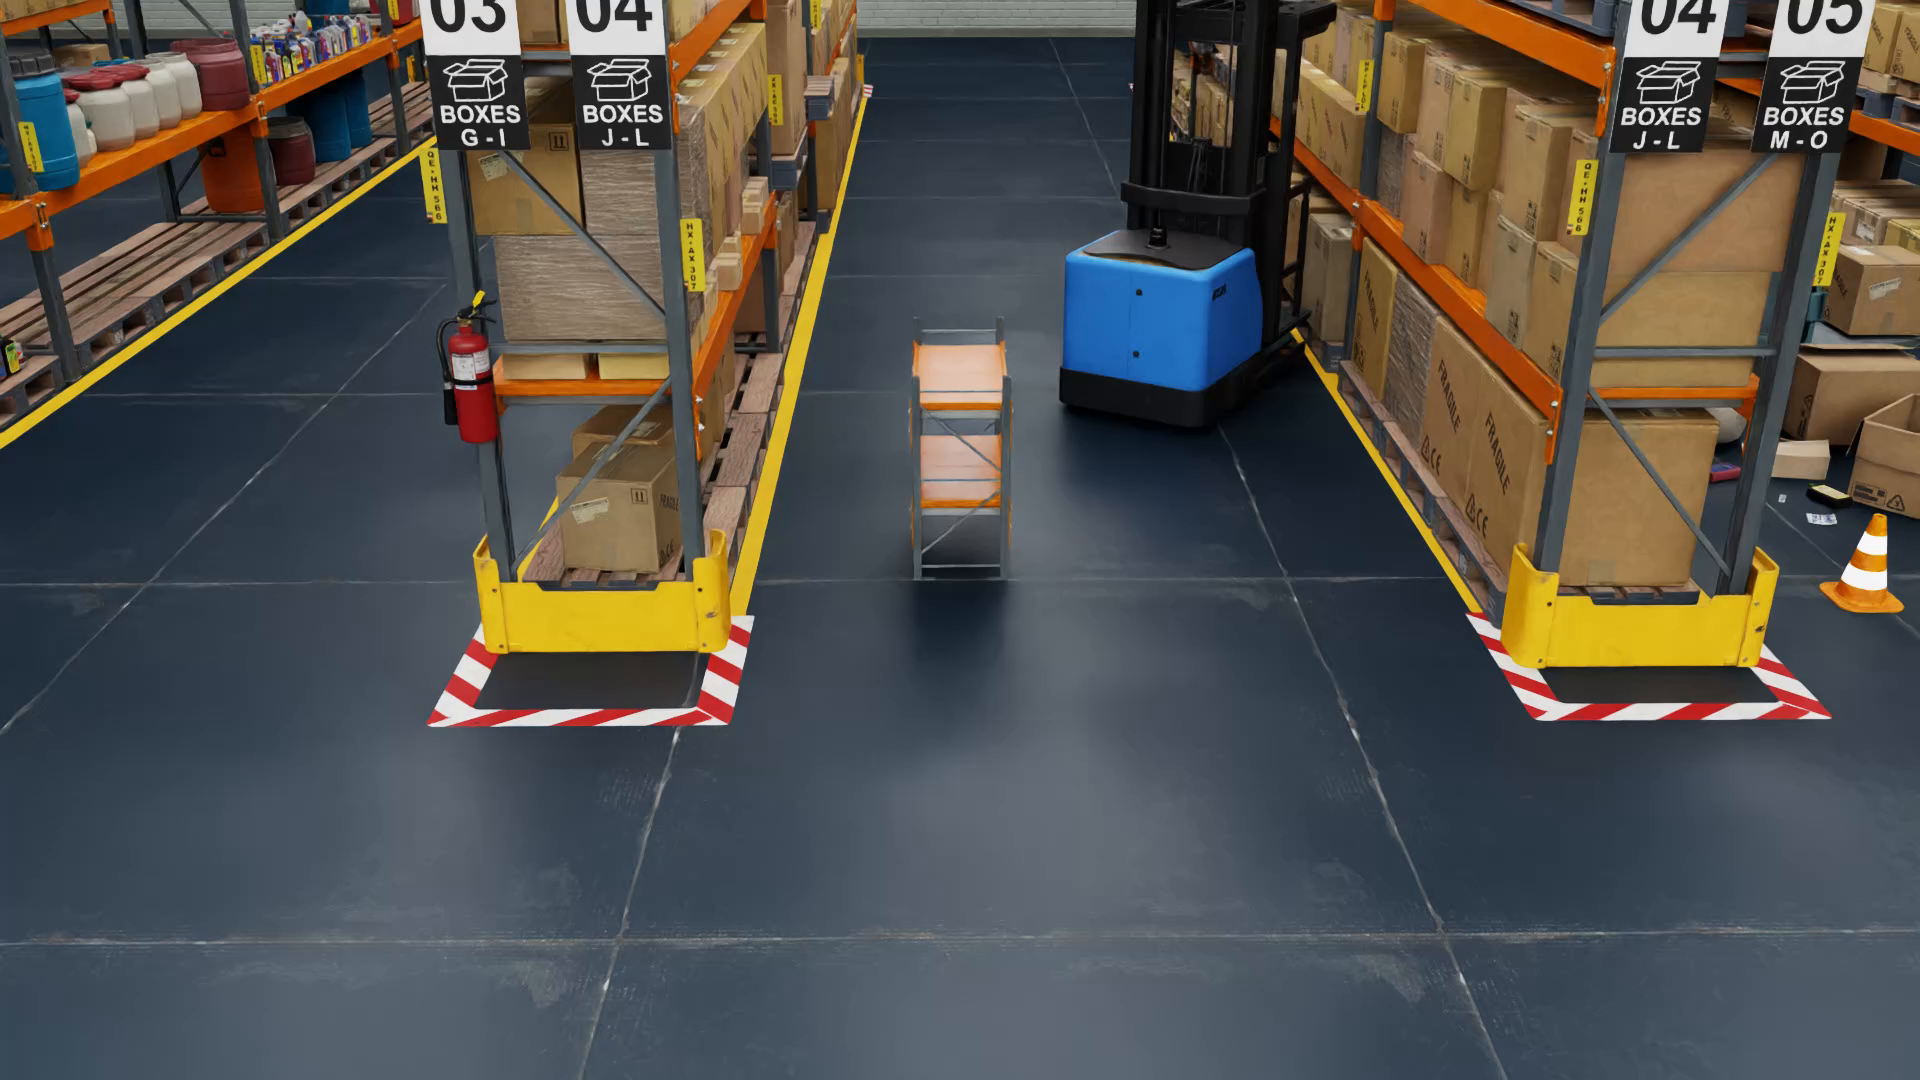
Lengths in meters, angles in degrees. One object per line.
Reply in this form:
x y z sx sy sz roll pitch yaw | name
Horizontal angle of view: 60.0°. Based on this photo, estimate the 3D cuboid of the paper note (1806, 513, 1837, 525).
4.918 -0.124 9.489 0.144 0.017 0.142 8 26 18 | paper note

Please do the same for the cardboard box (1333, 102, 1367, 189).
2.920 -2.749 11.566 0.500 0.500 0.500 0 24 -1 | cardboard box

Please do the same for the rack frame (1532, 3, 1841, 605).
3.236 -0.841 7.469 1.000 3.000 0.127 0 24 -1 | rack frame

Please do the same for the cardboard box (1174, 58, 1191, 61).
2.811 -6.061 21.238 0.380 0.149 0.250 -1 24 -3 | cardboard box

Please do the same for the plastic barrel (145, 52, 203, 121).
-6.539 -3.762 13.793 0.421 0.512 0.421 0 24 0 | plastic barrel

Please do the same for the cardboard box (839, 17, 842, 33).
-1.526 -5.814 18.770 0.380 0.149 0.250 0 24 0 | cardboard box

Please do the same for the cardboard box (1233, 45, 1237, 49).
2.688 -4.551 15.107 0.380 0.149 0.250 0 24 1 | cardboard box

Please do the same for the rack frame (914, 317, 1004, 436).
-0.006 -0.725 9.488 0.500 1.125 0.032 0 24 -1 | rack frame

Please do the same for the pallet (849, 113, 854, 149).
-1.785 -4.848 19.713 1.003 0.211 1.213 0 24 -1 | pallet

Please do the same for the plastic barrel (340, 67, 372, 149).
-6.819 -4.794 18.246 0.600 0.901 0.708 0 24 -1 | plastic barrel

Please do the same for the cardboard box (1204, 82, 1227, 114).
2.858 -4.655 17.515 0.500 0.250 0.500 0 24 1 | cardboard box

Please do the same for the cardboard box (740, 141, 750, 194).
-1.825 -2.504 10.664 0.875 0.500 0.500 0 24 -1 | cardboard box

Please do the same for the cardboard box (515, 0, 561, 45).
-1.984 -2.356 7.362 0.500 0.250 0.500 0 24 1 | cardboard box

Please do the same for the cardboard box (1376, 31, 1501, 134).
3.162 -2.897 10.524 0.875 0.550 0.550 0 24 -1 | cardboard box

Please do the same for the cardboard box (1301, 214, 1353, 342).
3.096 -1.911 12.055 1.050 0.750 0.750 0 24 -1 | cardboard box

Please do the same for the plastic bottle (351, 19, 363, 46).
-6.476 -5.415 17.733 0.152 0.276 0.135 0 24 -1 | plastic bottle

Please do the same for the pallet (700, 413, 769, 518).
-1.709 -0.457 10.005 1.003 0.211 1.213 0 24 -1 | pallet

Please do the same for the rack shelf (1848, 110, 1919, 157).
8.120 -3.049 13.225 1.077 0.370 4.000 0 24 -1 | rack shelf

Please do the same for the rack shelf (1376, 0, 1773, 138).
3.215 -2.704 8.822 1.077 0.370 4.000 0 24 -1 | rack shelf

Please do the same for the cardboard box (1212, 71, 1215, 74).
3.281 -5.634 20.296 0.380 0.149 0.250 -1 24 -3 | cardboard box

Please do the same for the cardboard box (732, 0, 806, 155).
-1.637 -3.301 11.671 1.000 1.000 1.000 0 24 0 | cardboard box

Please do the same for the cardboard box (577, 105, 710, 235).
-1.458 -1.725 7.728 0.500 0.500 0.500 0 24 -1 | cardboard box

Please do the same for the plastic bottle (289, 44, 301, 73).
-6.429 -4.644 16.035 0.097 0.271 0.097 0 24 0 | plastic bottle

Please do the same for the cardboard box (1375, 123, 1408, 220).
3.209 -2.405 10.747 0.875 0.550 0.550 0 24 -1 | cardboard box

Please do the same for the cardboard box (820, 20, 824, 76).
-1.553 -4.616 15.695 0.500 0.500 0.500 -1 24 -2 | cardboard box

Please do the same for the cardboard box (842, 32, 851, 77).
-1.792 -5.671 20.218 0.875 0.875 0.875 0 24 -1 | cardboard box

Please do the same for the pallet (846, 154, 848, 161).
-1.771 -4.217 18.317 1.003 0.211 1.213 0 24 -1 | pallet

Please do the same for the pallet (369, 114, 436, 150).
-6.855 -4.815 19.640 1.003 0.211 1.213 0 24 -1 | pallet

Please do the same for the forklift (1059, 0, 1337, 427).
1.849 -2.623 11.493 1.130 2.935 3.031 14 28 28 | forklift

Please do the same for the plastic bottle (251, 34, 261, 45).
-7.051 -4.927 16.660 0.097 0.271 0.097 0 24 0 | plastic bottle

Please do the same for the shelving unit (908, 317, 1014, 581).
0.000 -0.515 9.024 0.538 1.125 1.048 0 24 -1 | shelving unit

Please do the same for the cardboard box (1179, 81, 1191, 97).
2.789 -5.302 19.561 0.380 0.149 0.250 0 24 -1 | cardboard box

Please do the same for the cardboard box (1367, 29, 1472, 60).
3.182 -3.195 11.339 0.700 0.500 0.500 -1 24 -1 | cardboard box

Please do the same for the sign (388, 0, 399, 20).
-6.258 -5.911 18.343 0.100 0.325 0.005 0 24 -1 | sign

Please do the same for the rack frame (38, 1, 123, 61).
-11.805 -7.410 21.994 1.000 3.000 0.127 0 24 -1 | rack frame

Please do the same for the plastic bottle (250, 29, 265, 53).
-7.171 -5.057 16.941 0.152 0.276 0.135 0 24 -1 | plastic bottle

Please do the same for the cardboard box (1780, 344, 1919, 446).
5.616 -0.927 10.524 0.797 0.637 0.503 0 24 -1 | cardboard box

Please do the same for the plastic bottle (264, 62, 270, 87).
-6.420 -4.303 15.281 0.097 0.271 0.097 0 24 0 | plastic bottle

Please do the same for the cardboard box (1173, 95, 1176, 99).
2.814 -5.372 20.438 0.380 0.149 0.250 0 24 0 | cardboard box

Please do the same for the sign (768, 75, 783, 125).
-1.225 -2.909 10.990 0.100 0.325 0.005 0 24 -1 | sign

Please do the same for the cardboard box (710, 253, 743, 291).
-1.408 -1.483 9.193 0.380 0.149 0.250 0 24 -1 | cardboard box

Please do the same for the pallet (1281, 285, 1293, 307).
3.093 -2.040 13.505 1.003 0.211 1.213 0 24 -1 | pallet

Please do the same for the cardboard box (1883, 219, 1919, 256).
8.113 -2.346 13.476 0.950 0.372 0.625 1 24 1 | cardboard box

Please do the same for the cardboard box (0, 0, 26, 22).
-11.506 -6.436 19.719 0.500 0.500 0.500 0 24 -1 | cardboard box

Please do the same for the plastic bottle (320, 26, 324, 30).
-6.595 -5.197 17.256 0.097 0.271 0.097 0 24 0 | plastic bottle

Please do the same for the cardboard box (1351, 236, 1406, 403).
3.130 -1.453 10.891 0.875 0.875 0.875 0 24 0 | cardboard box

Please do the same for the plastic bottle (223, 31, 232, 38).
-7.168 -4.813 16.313 0.144 0.351 0.185 0 24 -1 | plastic bottle

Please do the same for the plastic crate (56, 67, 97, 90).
-7.053 -3.496 13.263 0.402 0.464 0.583 0 24 -1 | plastic crate

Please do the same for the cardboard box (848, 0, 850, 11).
-1.549 -6.564 20.427 0.380 0.149 0.250 0 24 0 | cardboard box

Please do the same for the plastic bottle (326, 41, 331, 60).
-6.438 -4.974 16.849 0.097 0.201 0.097 0 24 0 | plastic bottle

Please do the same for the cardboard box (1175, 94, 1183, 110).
2.748 -5.164 19.616 0.380 0.149 0.250 -1 24 -2 | cardboard box

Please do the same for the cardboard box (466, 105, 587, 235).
-1.977 -1.722 7.723 0.500 0.500 0.500 0 24 -1 | cardboard box

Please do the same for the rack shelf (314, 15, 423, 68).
-6.830 -6.279 20.366 1.077 0.370 4.000 0 24 -1 | rack shelf

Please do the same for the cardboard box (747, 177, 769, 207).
-1.472 -2.307 11.015 0.380 0.149 0.250 0 24 -1 | cardboard box

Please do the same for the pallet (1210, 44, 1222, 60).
3.087 -4.865 16.601 1.003 0.211 1.213 0 24 -1 | pallet

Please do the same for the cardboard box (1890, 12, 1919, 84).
7.897 -3.954 13.360 0.500 0.500 0.500 0 24 0 | cardboard box
